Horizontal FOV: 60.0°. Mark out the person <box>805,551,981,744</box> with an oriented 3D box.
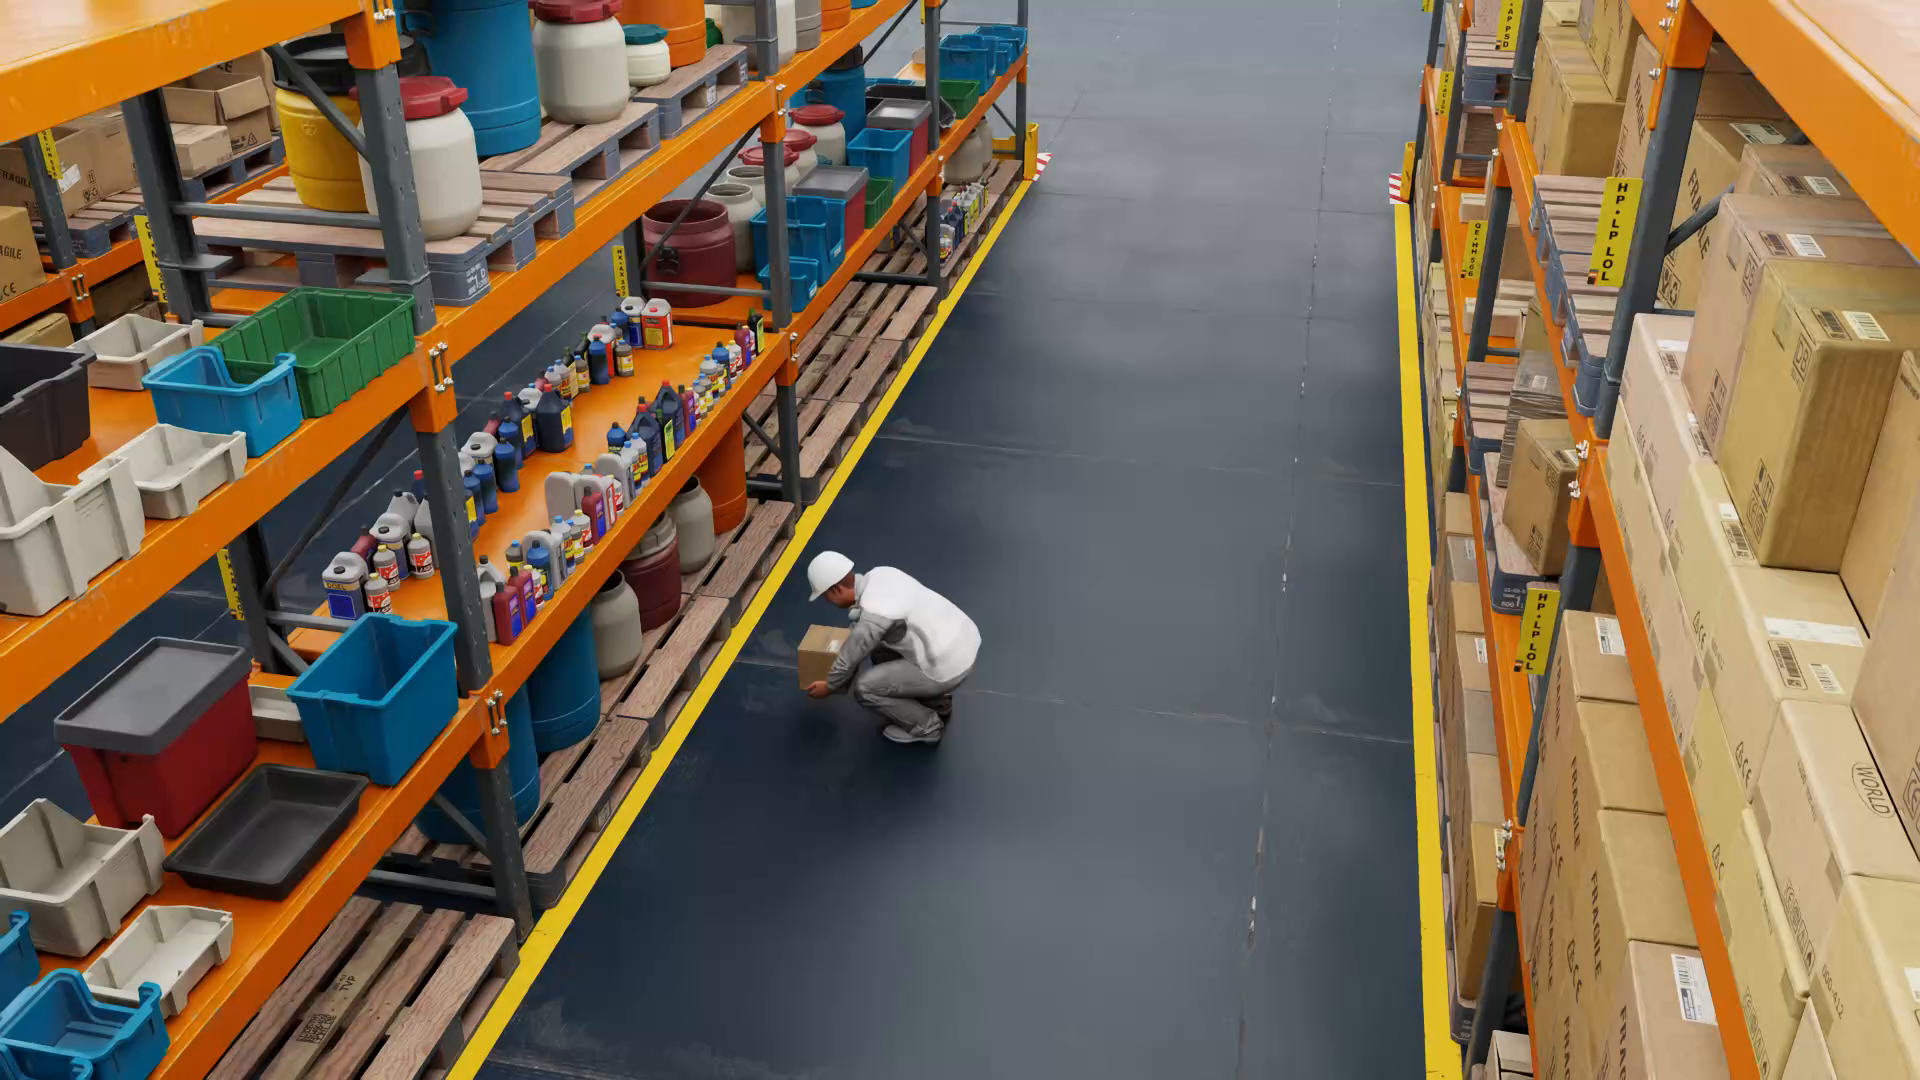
[{"bbox_3d":[-0.344,0.515,8.460,0.878,1.005,0.540,6,29,11],"label":"person"}]
